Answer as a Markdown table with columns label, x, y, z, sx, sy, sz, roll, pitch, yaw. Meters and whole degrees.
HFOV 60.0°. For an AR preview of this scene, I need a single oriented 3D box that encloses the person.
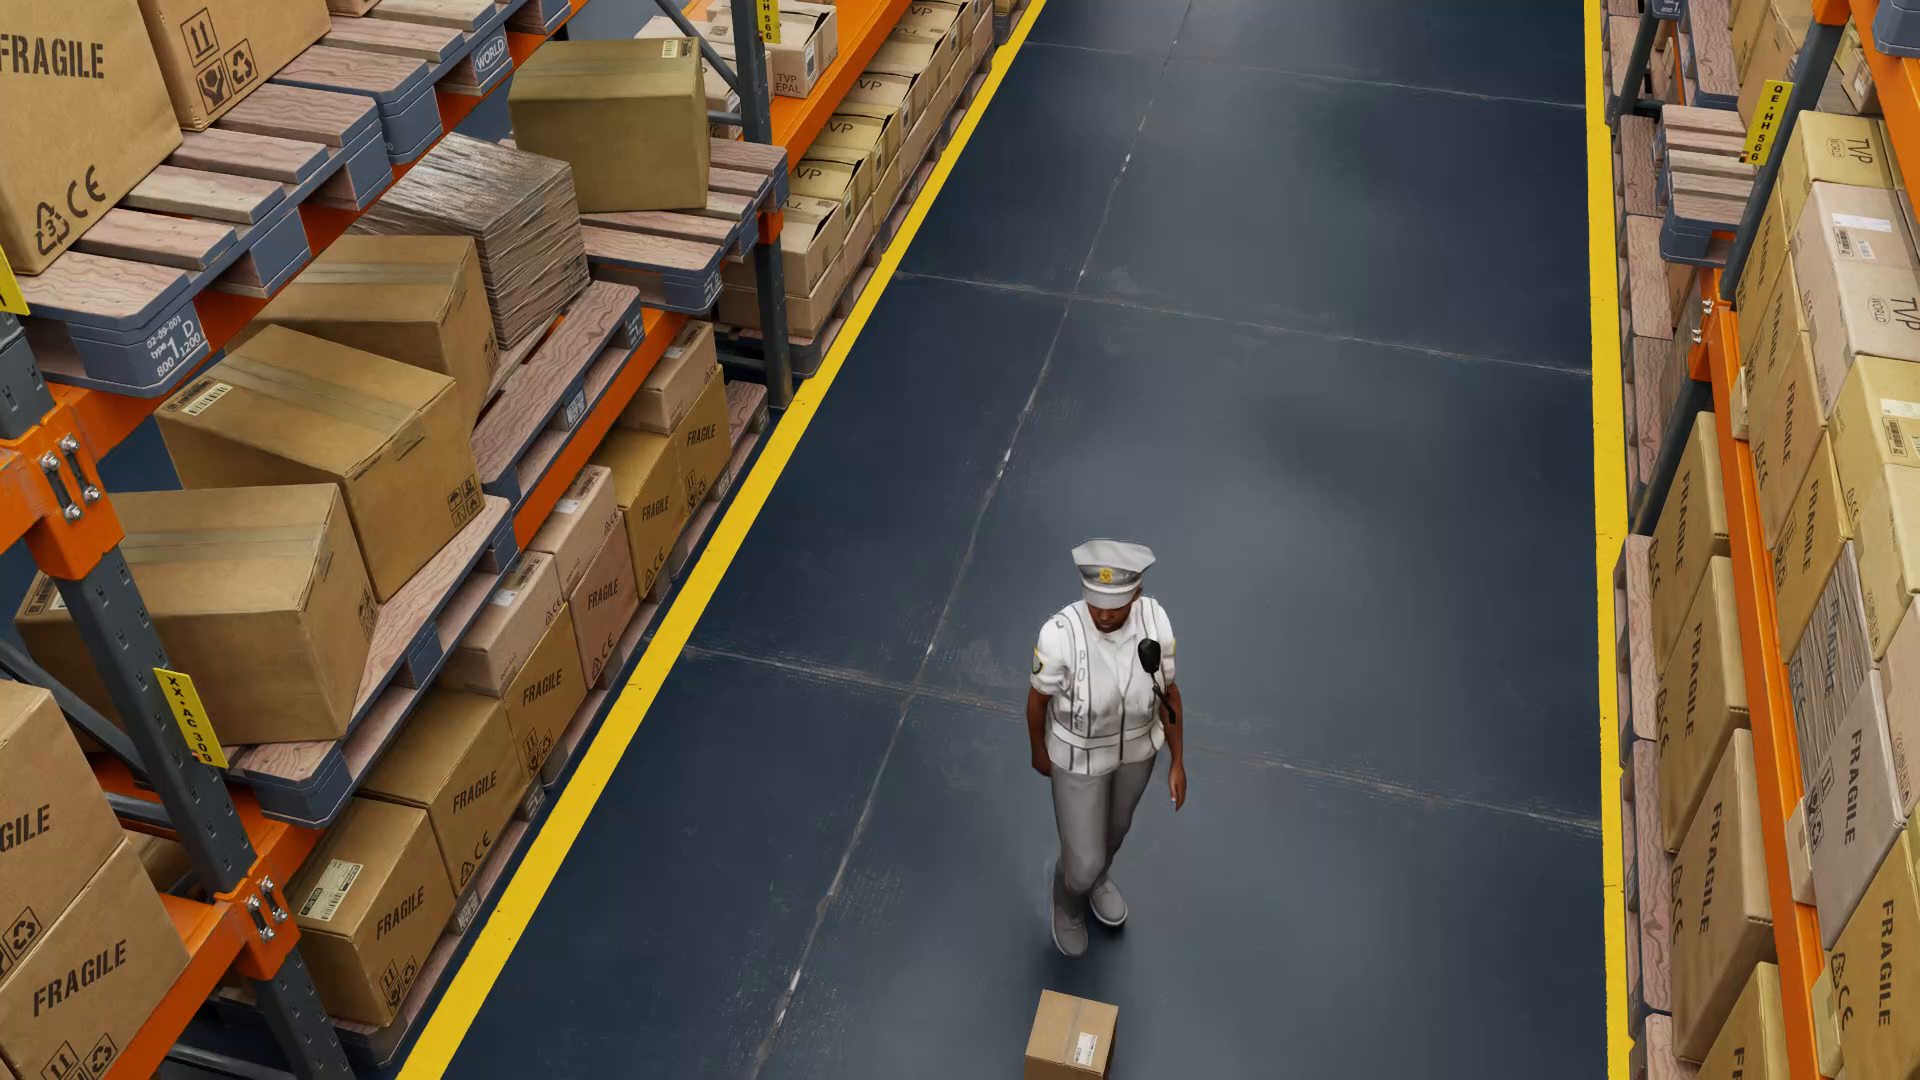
| label | x | y | z | sx | sy | sz | roll | pitch | yaw |
| --- | --- | --- | --- | --- | --- | --- | --- | --- | --- |
| person | 0.477 | 0.715 | 5.330 | 0.457 | 1.727 | 0.451 | -15 | 43 | -17 |
